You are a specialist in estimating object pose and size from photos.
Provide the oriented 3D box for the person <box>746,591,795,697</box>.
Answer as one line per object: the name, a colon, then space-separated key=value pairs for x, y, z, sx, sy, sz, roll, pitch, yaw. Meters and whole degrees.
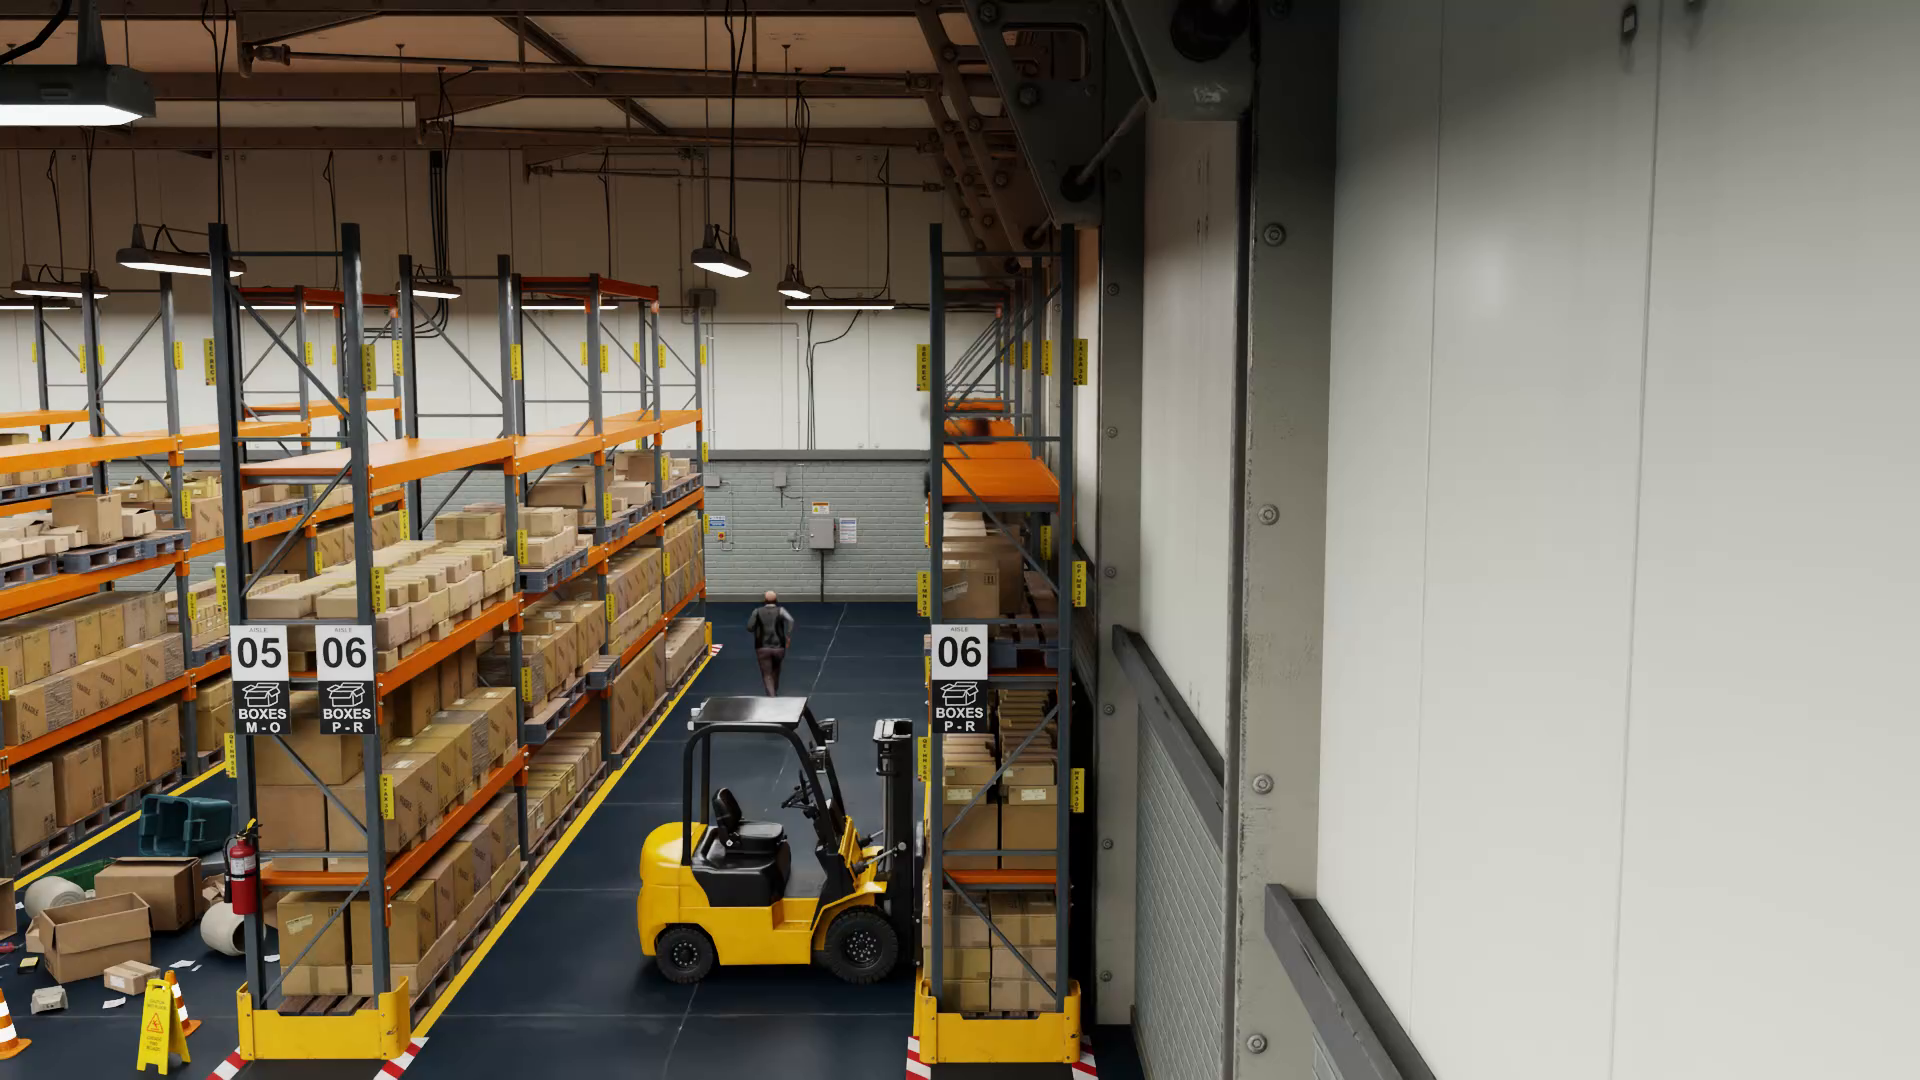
person: x=-2.652 y=1.611 z=23.384 sx=0.657 sy=1.737 sz=0.982 roll=-2 pitch=7 yaw=-14

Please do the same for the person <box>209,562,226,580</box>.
person: x=-11.571 y=1.261 z=26.018 sx=0.678 sy=1.833 sz=0.666 roll=1 pitch=7 yaw=11
